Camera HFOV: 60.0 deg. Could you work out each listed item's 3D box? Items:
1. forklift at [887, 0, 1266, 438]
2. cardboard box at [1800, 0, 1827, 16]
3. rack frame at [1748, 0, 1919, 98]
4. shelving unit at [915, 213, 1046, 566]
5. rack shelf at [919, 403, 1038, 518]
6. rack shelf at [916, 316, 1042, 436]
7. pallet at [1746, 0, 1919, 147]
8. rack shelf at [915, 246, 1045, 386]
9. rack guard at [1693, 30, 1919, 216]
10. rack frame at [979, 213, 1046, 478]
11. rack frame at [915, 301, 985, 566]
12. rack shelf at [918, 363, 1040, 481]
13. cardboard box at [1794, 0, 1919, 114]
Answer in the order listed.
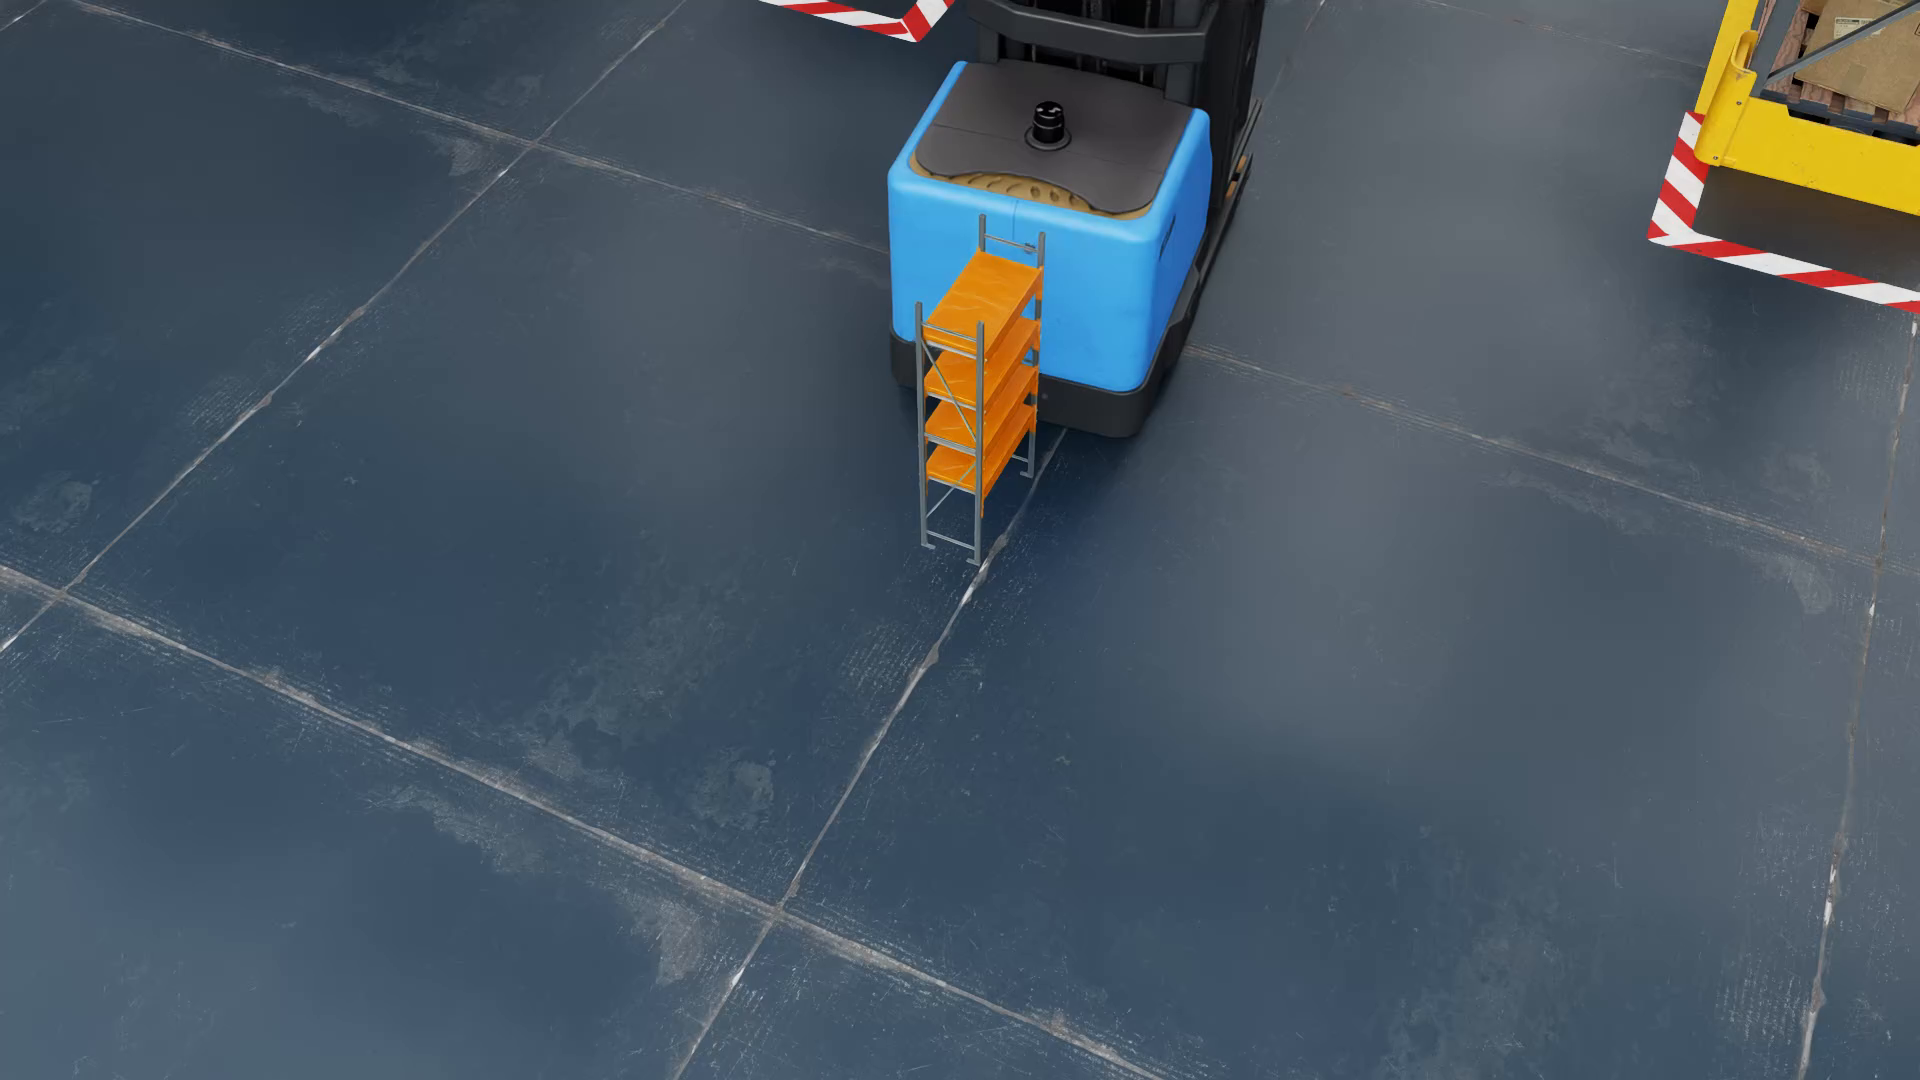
[{"bbox_3d":[0.692,-2.498,6.451,1.130,2.935,3.031,15,51,12],"label":"forklift"},{"bbox_3d":[4.490,-2.798,8.027,0.500,0.500,0.500,33,57,25],"label":"cardboard box"},{"bbox_3d":[3.984,-2.625,6.514,1.000,3.000,0.127,20,52,16],"label":"rack frame"},{"bbox_3d":[0.071,-0.503,5.890,0.258,1.200,0.503,20,52,16],"label":"shelving unit"},{"bbox_3d":[0.071,-0.331,6.092,0.258,0.148,0.480,20,52,16],"label":"rack shelf"},{"bbox_3d":[0.071,-0.604,5.771,0.258,0.148,0.480,20,52,16],"label":"rack shelf"},{"bbox_3d":[4.395,-2.321,8.087,1.003,0.211,1.213,20,52,16],"label":"pallet"},{"bbox_3d":[0.071,-0.757,5.591,0.258,0.148,0.480,20,52,16],"label":"rack shelf"},{"bbox_3d":[4.016,-1.867,7.510,1.175,0.500,0.348,20,52,16],"label":"rack guard"},{"bbox_3d":[0.175,-0.671,6.033,0.240,1.200,0.015,20,52,16],"label":"rack frame"},{"bbox_3d":[-0.034,-0.335,5.747,0.240,1.200,0.015,20,52,16],"label":"rack frame"},{"bbox_3d":[0.071,-0.459,5.941,0.258,0.148,0.480,20,52,16],"label":"rack shelf"},{"bbox_3d":[4.266,-2.375,7.667,0.500,0.500,0.500,29,55,22],"label":"cardboard box"}]
